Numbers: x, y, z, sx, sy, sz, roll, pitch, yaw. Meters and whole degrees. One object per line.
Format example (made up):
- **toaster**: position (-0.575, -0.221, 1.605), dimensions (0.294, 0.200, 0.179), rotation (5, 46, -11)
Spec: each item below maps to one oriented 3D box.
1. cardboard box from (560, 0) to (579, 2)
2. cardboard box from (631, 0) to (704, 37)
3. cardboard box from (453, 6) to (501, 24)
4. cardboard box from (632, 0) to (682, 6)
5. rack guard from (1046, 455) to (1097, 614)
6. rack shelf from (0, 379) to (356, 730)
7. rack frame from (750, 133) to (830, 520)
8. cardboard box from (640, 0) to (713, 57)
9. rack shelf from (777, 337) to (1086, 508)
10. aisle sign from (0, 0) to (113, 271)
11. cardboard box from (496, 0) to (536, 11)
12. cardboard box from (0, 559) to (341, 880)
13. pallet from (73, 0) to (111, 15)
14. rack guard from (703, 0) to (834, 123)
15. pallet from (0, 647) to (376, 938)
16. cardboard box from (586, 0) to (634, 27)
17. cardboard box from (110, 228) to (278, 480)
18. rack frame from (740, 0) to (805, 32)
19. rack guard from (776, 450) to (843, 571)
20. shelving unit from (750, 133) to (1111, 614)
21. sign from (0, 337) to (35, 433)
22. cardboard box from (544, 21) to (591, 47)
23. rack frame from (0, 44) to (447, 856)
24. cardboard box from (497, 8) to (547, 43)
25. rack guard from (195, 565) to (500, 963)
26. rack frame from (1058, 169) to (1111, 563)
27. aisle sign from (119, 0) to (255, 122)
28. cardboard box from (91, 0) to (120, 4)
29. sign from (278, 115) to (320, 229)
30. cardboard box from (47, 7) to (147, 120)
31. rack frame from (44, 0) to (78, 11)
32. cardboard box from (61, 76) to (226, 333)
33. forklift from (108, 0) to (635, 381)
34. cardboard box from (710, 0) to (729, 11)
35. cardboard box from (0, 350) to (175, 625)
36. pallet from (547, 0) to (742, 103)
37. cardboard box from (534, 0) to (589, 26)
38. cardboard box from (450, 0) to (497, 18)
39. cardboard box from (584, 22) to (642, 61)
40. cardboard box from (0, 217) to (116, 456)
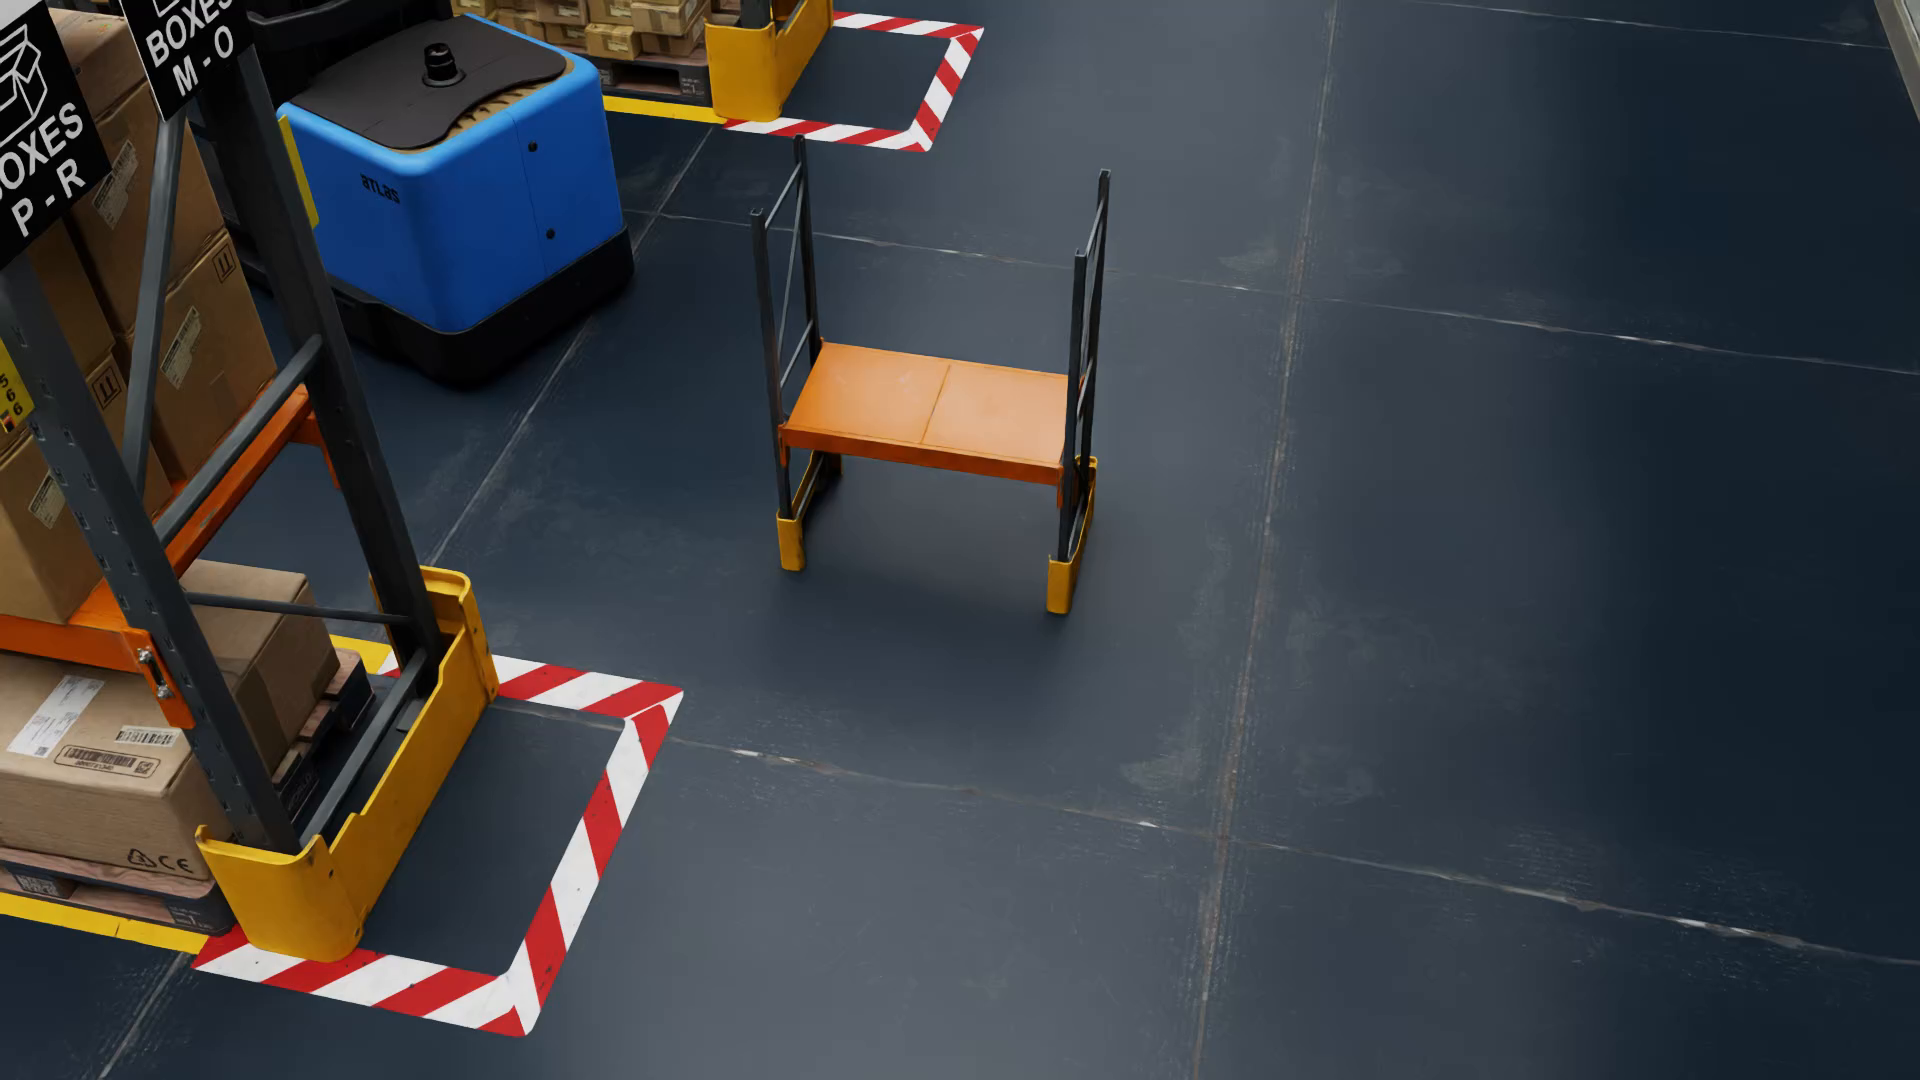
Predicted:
- **cardboard box**: position (-1.993, -2.883, 8.406), dimensions (0.250, 0.149, 0.380), rotation (8, 44, 8)
- **cardboard box**: position (-1.485, -2.723, 8.455), dimensions (0.250, 0.149, 0.380), rotation (8, 44, 8)
- **cardboard box**: position (-2.485, -2.761, 8.709), dimensions (0.250, 0.149, 0.380), rotation (7, 44, 7)
- **cardboard box**: position (-1.480, -2.852, 8.374), dimensions (0.250, 0.149, 0.380), rotation (9, 45, 10)
- **rack guard**: position (0.412, -0.026, 6.097), dimensions (0.087, 0.250, 0.587), rotation (9, 45, 9)
- **rack shelf**: position (-3.842, -0.284, 4.900), dimensions (4.000, 0.370, 1.077), rotation (9, 45, 9)
- **rack frame**: position (-0.579, -0.630, 5.823), dimensions (0.032, 1.500, 0.500), rotation (9, 45, 9)
- **cardboard box**: position (-1.467, -2.668, 8.612), dimensions (0.250, 0.149, 0.380), rotation (10, 45, 10)
- **rack shelf**: position (-0.083, -0.424, 5.868), dimensions (1.000, 0.185, 0.538), rotation (9, 45, 9)
- **aisle sign**: position (-1.887, -0.956, 3.206), dimensions (0.004, 0.787, 0.394), rotation (9, 45, 9)
- **cardboard box**: position (-2.232, -2.911, 8.650), dimensions (0.250, 0.149, 0.380), rotation (8, 45, 9)
- **cardboard box**: position (-2.556, 0.500, 5.113), dimensions (0.875, 0.438, 0.875), rotation (7, 44, 8)
- **pallet**: position (-4.148, -3.128, 9.348), dimensions (1.213, 0.211, 1.003), rotation (9, 45, 9)
- **rack guard**: position (-0.982, -2.716, 8.711), dimensions (0.348, 0.500, 1.175), rotation (9, 45, 9)
- **pallet**: position (-2.687, 0.697, 5.374), dimensions (1.213, 0.211, 1.003), rotation (9, 45, 9)
- **cardboard box**: position (-1.728, -2.799, 8.534), dimensions (0.250, 0.149, 0.380), rotation (8, 44, 8)
- **cardboard box**: position (-2.296, -0.543, 4.579), dimensions (0.500, 0.500, 0.500), rotation (9, 45, 9)
- **rack frame**: position (-0.908, -3.605, 7.833), dimensions (0.127, 3.000, 1.000), rotation (9, 45, 9)
- **rack guard**: position (-0.560, -0.177, 6.254), dimensions (0.087, 0.250, 0.587), rotation (9, 45, 9)
- **shelving unit**: position (-0.074, -0.552, 5.742), dimensions (1.083, 1.500, 0.587), rotation (9, 45, 9)
- **sign**: position (-2.022, -0.377, 3.473), dimensions (0.005, 0.325, 0.100), rotation (9, 45, 9)
- **cardboard box**: position (-1.979, -2.737, 8.683), dimensions (0.250, 0.149, 0.380), rotation (9, 45, 9)
- **rack frame**: position (-1.890, -0.240, 4.336), dimensions (0.127, 3.000, 1.000), rotation (9, 45, 9)
- **cardboard box**: position (-2.223, -2.765, 8.713), dimensions (0.250, 0.149, 0.380), rotation (9, 45, 9)
- **rack guard**: position (-1.867, 0.664, 5.199), dimensions (0.348, 0.500, 1.175), rotation (9, 45, 9)
- **rack frame**: position (0.413, -0.476, 5.663), dimensions (0.032, 1.500, 0.500), rotation (9, 45, 9)
- **aisle sign**: position (-1.756, -1.362, 3.627), dimensions (0.004, 0.787, 0.394), rotation (9, 45, 9)
- **cardboard box**: position (-4.526, -3.063, 9.022), dimensions (0.250, 0.149, 0.380), rotation (7, 44, 7)
- **sign**: position (-1.763, -0.955, 4.398), dimensions (0.005, 0.325, 0.100), rotation (9, 45, 9)
- **cardboard box**: position (-2.176, -1.111, 3.980), dimensions (0.250, 0.149, 0.380), rotation (10, 45, 10)
- **rack frame**: position (-4.811, -4.211, 8.462), dimensions (0.127, 3.000, 1.000), rotation (9, 45, 9)
- **cardboard box**: position (-2.296, -0.902, 4.231), dimensions (0.500, 0.500, 0.500), rotation (8, 44, 8)
- **forklift**: position (-2.937, -2.536, 6.772), dimensions (3.031, 2.935, 1.130), rotation (27, 50, 25)
- **cardboard box**: position (-1.349, -3.025, 8.983), dimensions (0.250, 0.149, 0.380), rotation (10, 45, 10)
- **cardboard box**: position (-2.419, -0.170, 4.191), dimensions (0.500, 0.500, 0.500), rotation (9, 45, 9)
- **pallet**: position (-1.767, -2.759, 8.964), dimensions (1.213, 0.211, 1.003), rotation (9, 45, 9)
- **cardboard box**: position (-1.993, -2.801, 8.535), dimensions (0.250, 0.149, 0.380), rotation (7, 44, 7)
- **cardboard box**: position (-2.501, -2.870, 8.608), dimensions (0.250, 0.149, 0.380), rotation (9, 45, 10)
- **cardboard box**: position (-1.740, -2.638, 8.581), dimensions (0.250, 0.149, 0.380), rotation (10, 45, 10)
- **cardboard box**: position (-2.412, -0.548, 3.863), dimensions (0.500, 0.500, 0.500), rotation (10, 45, 10)
